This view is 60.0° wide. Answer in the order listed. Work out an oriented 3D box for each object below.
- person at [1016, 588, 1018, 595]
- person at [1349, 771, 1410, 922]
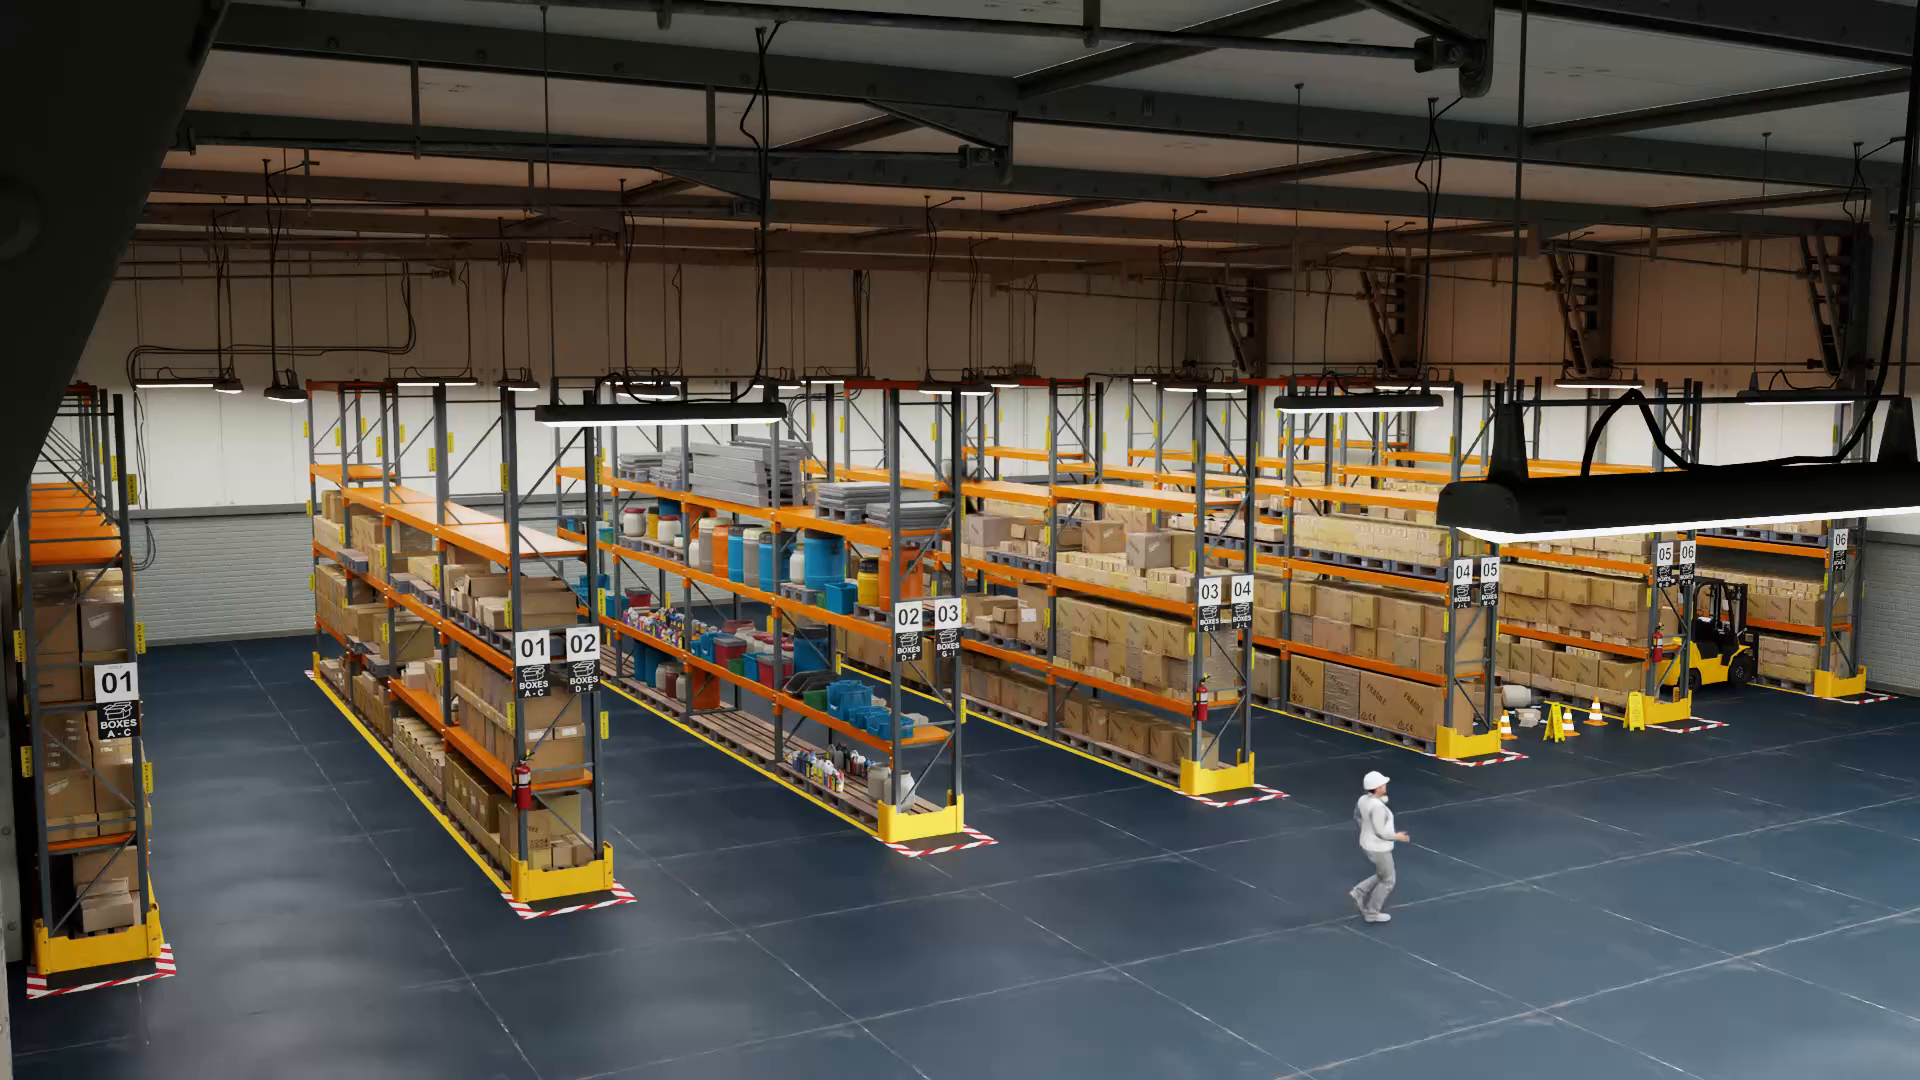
[{"bbox_3d":[1.571,1.066,41.961,0.585,1.674,0.662,-6,8,-43],"label":"person"},{"bbox_3d":[4.754,3.469,18.850,0.598,1.723,0.654,0,6,-3],"label":"person"}]
